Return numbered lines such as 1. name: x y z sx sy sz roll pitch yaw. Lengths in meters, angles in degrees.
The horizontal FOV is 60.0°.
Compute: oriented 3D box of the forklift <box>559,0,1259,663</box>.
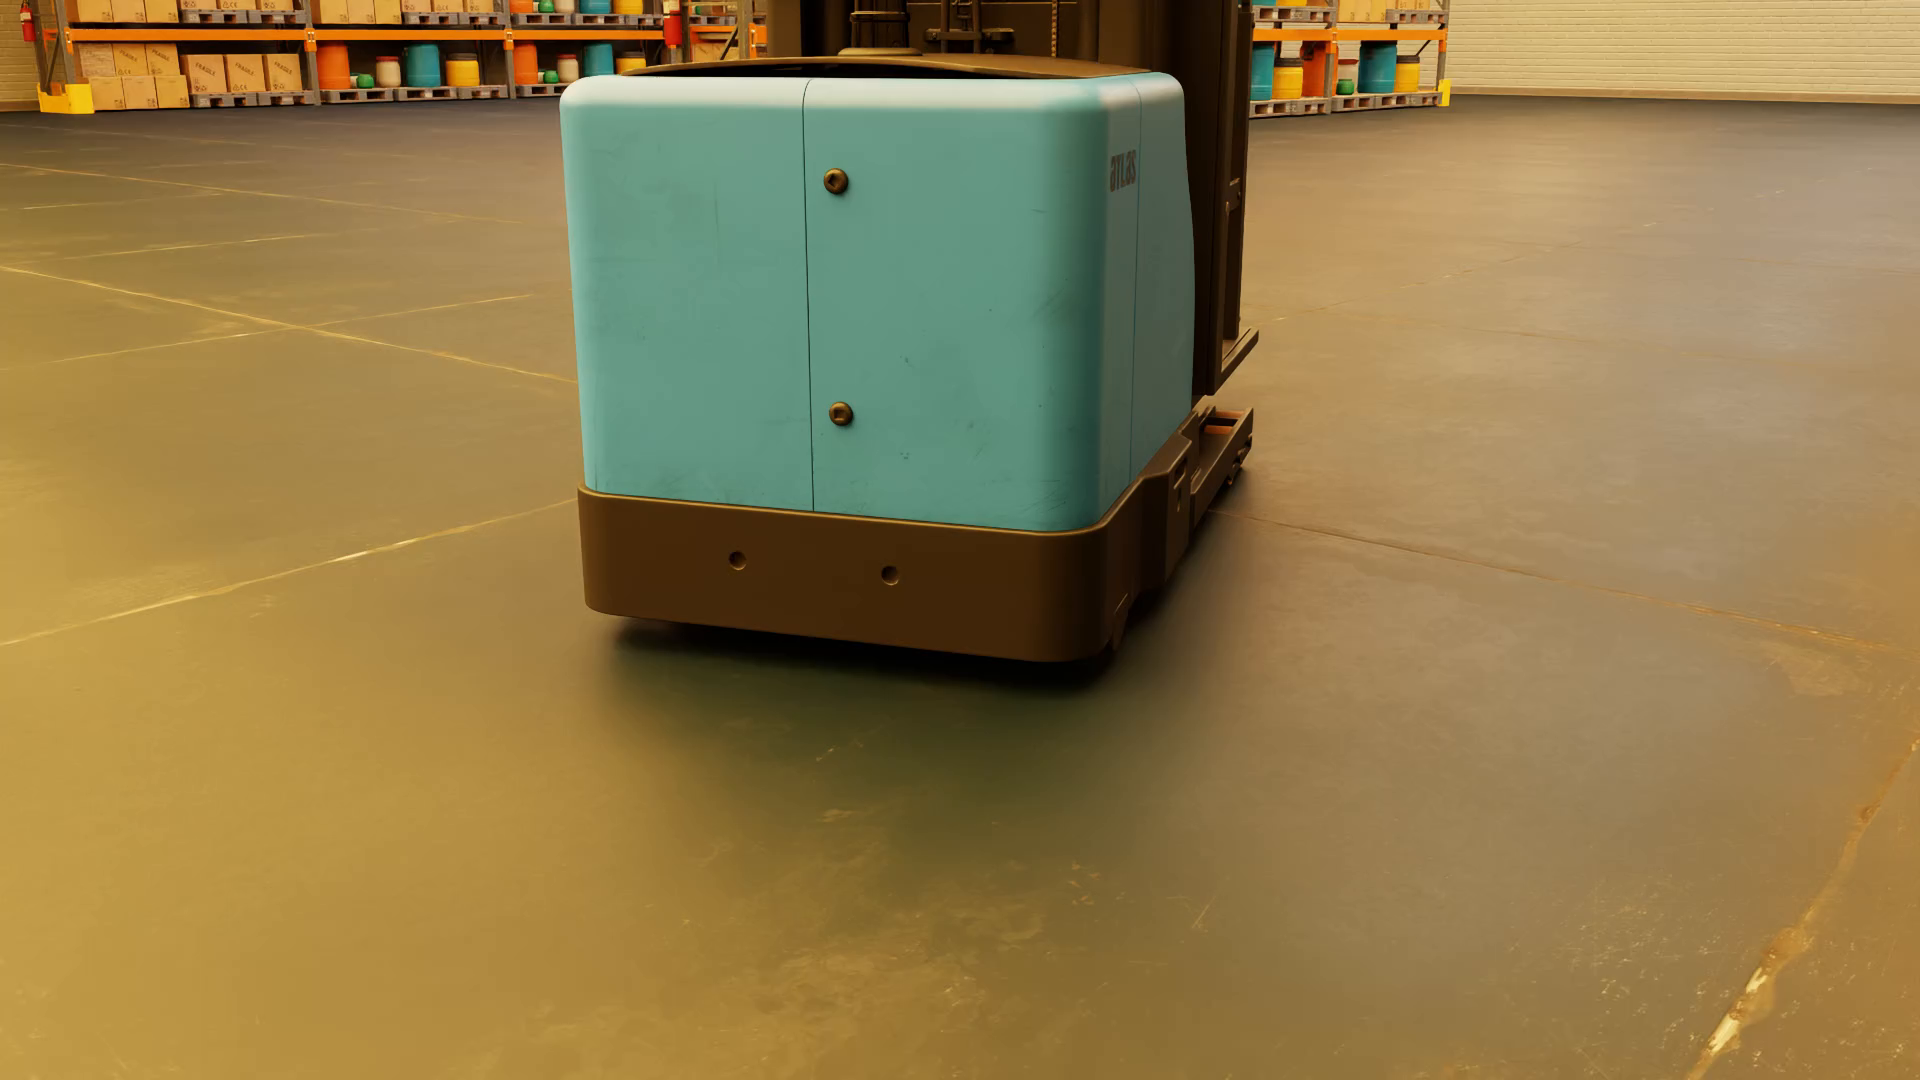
1. forklift: 0.182 -1.571 4.072 1.130 2.935 3.031 5 18 17
